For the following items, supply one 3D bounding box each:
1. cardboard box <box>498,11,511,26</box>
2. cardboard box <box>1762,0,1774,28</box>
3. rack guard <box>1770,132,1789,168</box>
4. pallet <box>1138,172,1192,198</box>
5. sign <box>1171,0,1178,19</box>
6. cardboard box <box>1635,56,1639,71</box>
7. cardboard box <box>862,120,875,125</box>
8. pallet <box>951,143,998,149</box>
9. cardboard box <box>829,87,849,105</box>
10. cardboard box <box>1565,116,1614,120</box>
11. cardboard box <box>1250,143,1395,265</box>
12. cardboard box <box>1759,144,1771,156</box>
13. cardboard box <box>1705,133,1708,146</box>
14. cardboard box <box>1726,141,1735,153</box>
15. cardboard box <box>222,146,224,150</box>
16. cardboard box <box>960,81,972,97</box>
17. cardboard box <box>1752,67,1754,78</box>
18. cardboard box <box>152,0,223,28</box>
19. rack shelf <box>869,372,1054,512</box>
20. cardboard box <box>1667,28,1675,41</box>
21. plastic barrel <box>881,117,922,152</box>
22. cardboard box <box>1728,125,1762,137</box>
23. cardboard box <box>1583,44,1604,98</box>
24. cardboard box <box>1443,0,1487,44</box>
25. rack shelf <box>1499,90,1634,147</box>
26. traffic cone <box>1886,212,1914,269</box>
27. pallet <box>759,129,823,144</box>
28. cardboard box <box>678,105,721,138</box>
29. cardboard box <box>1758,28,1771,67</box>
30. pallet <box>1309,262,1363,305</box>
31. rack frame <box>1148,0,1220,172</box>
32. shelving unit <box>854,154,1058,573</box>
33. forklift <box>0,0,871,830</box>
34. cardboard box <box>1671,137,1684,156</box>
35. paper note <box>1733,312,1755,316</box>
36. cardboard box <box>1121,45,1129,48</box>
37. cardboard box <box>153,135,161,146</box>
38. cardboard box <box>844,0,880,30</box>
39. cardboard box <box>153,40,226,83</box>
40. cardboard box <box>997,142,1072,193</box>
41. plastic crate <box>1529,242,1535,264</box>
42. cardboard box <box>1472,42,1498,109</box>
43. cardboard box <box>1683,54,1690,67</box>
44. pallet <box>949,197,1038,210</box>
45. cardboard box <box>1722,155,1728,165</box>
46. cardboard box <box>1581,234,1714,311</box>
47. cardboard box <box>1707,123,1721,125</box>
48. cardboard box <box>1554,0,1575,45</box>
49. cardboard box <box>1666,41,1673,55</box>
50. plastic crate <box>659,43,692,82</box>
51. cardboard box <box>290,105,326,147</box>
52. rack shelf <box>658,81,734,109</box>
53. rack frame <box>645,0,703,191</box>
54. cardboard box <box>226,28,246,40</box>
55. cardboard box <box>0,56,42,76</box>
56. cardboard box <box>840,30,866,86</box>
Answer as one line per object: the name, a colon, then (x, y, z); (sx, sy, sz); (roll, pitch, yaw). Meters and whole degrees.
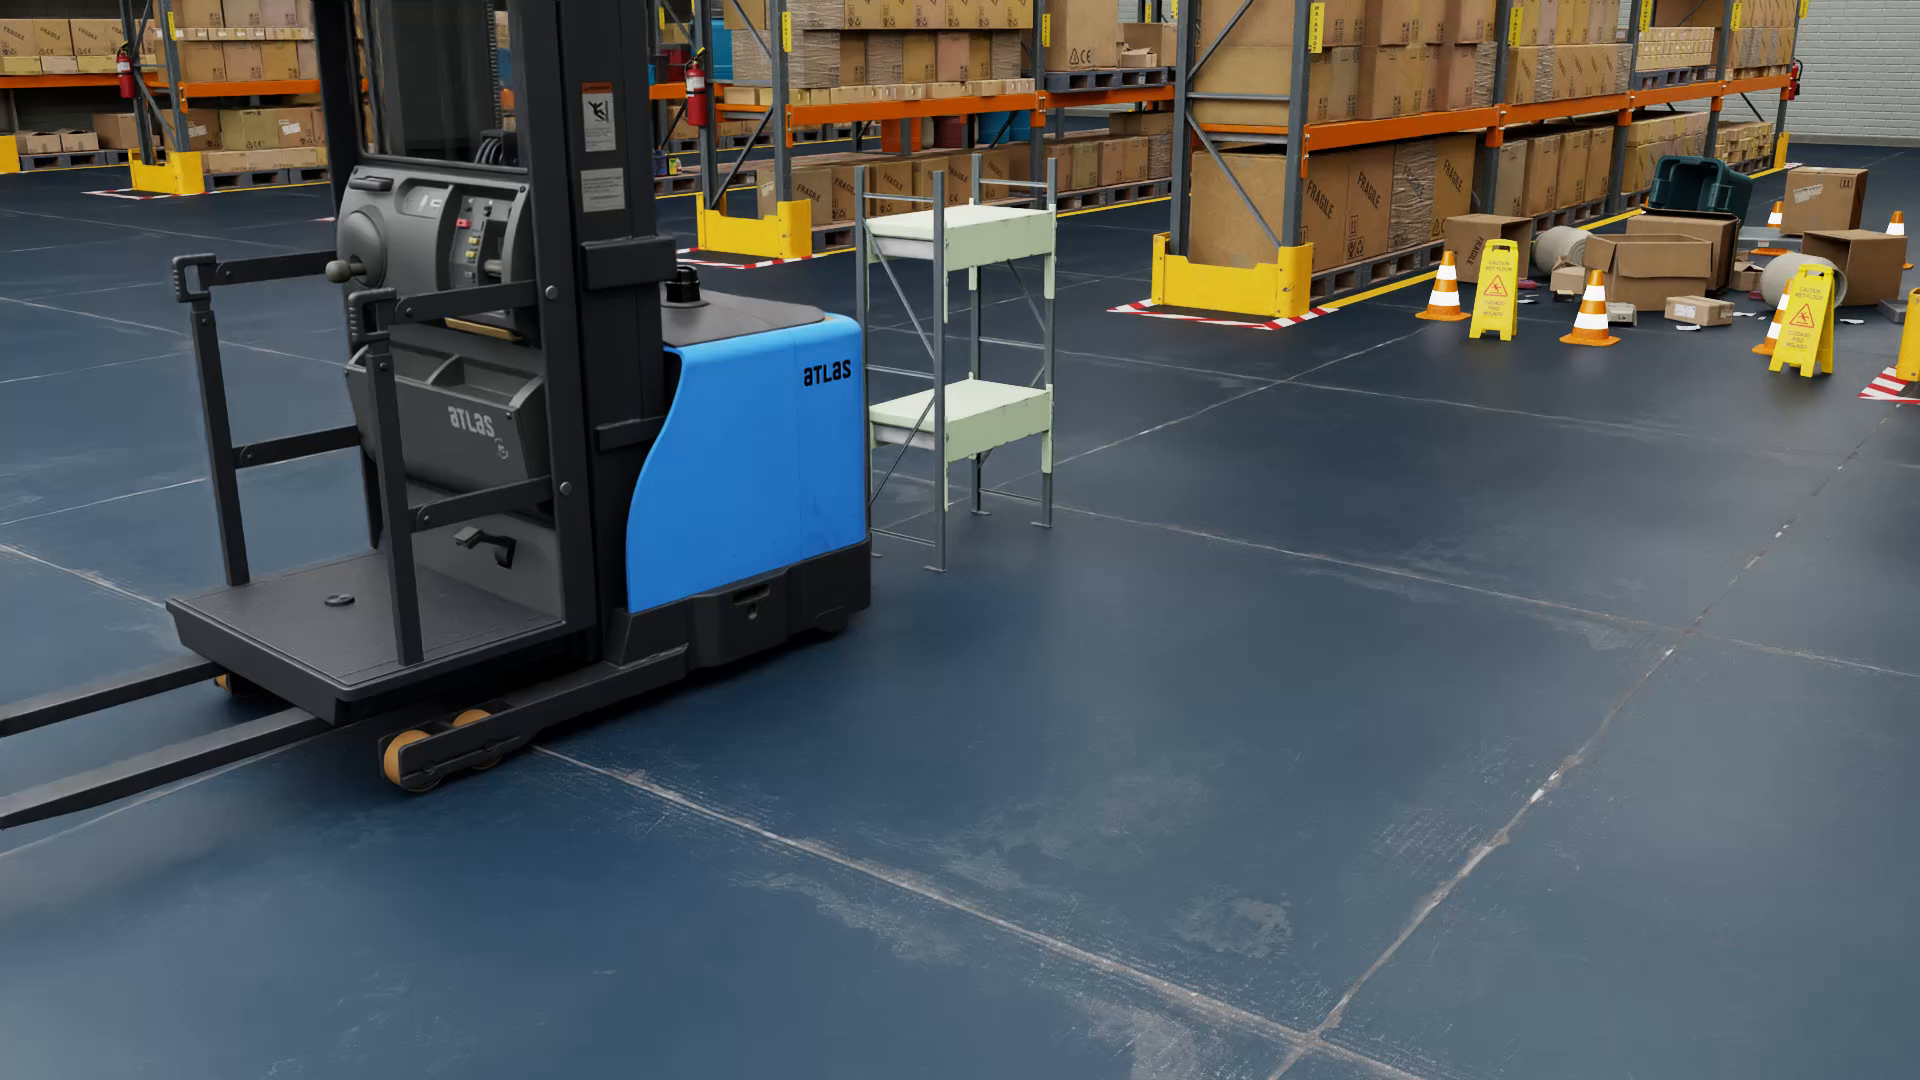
cardboard box: (-8.298, -9.332, 29.769); (0.500, 0.250, 0.500); (12, 21, 34)
cardboard box: (10.539, -7.105, 22.208); (0.500, 0.500, 0.500); (12, 21, 33)
rack guard: (11.483, -5.751, 24.420); (1.175, 0.500, 0.348); (12, 21, 35)
pallet: (2.372, -4.441, 20.687); (1.003, 0.211, 1.213); (12, 21, 35)
sign: (1.568, -3.917, 11.949); (0.100, 0.325, 0.005); (12, 21, 35)
cardboard box: (7.191, -5.209, 18.176); (0.380, 0.149, 0.250); (12, 21, 34)
cardboard box: (-1.800, -7.789, 30.803); (0.380, 0.166, 0.250); (12, 21, 35)
pallet: (0.025, -5.986, 25.664); (1.003, 0.211, 1.213); (12, 21, 35)
cardboard box: (-1.241, -4.072, 15.221); (0.380, 0.149, 0.250); (12, 21, 35)
cardboard box: (7.251, -4.754, 19.237); (0.500, 0.250, 0.500); (13, 21, 35)
cardboard box: (2.869, -2.721, 13.323); (0.875, 0.875, 0.875); (12, 21, 34)
cardboard box: (11.311, -5.561, 23.691); (0.380, 0.149, 0.250); (13, 22, 36)
cardboard box: (9.517, -5.179, 21.459); (0.380, 0.149, 0.250); (13, 22, 37)
cardboard box: (10.159, -5.287, 22.308); (0.380, 0.149, 0.250); (14, 22, 37)
cardboard box: (-9.511, -4.993, 21.691); (0.500, 0.250, 0.500); (12, 21, 35)
cardboard box: (-0.105, -4.560, 16.794); (0.380, 0.149, 0.250); (12, 21, 35)
cardboard box: (10.445, -6.294, 22.378); (0.380, 0.149, 0.250); (13, 22, 37)
cardboard box: (-9.562, -6.593, 20.560); (0.700, 0.500, 0.500); (13, 21, 35)
rack shelf: (-0.004, -0.403, 6.613); (0.431, 0.370, 0.720); (12, 21, 35)
cardboard box: (7.975, -5.811, 19.112); (0.380, 0.149, 0.250); (13, 22, 36)
plastic barrel: (-0.861, -6.117, 24.335); (0.600, 0.830, 0.708); (12, 21, 35)
cardboard box: (10.848, -5.657, 22.999); (0.380, 0.149, 0.250); (13, 22, 37)
cardboard box: (6.113, -4.713, 16.694); (0.500, 0.500, 0.500); (12, 21, 34)
cardboard box: (3.897, -4.459, 13.971); (0.875, 0.550, 0.550); (12, 21, 35)
rack shelf: (5.570, -4.238, 16.545); (1.077, 0.370, 4.000); (12, 21, 35)
traffic cone: (8.029, -2.585, 14.289); (0.336, 0.463, 0.334); (12, 21, 35)
pallet: (-3.186, -7.130, 29.348); (1.003, 0.211, 1.213); (12, 21, 35)
cardboard box: (-4.307, -6.909, 27.409); (0.500, 0.500, 0.500); (12, 21, 33)
cardboard box: (10.557, -6.639, 22.395); (0.500, 0.500, 0.500); (14, 22, 37)
pallet: (2.409, -2.025, 12.908); (1.003, 0.211, 1.213); (12, 21, 35)
rack frame: (2.839, -5.958, 20.872); (1.000, 3.000, 0.127); (12, 21, 35)
shelving unit: (-0.004, -0.715, 6.516); (0.431, 1.500, 0.755); (12, 21, 35)
forklift: (-1.666, -0.882, 4.641); (1.130, 2.935, 3.031); (15, 23, 40)
cardboard box: (8.291, -4.553, 19.853); (0.500, 0.500, 0.500); (12, 21, 34)
paper note: (5.622, -1.631, 11.963); (0.142, 0.019, 0.148); (-11, 20, -32)
cardboard box: (1.655, -5.728, 19.677); (0.500, 0.250, 0.500); (12, 21, 33)
cardboard box: (-12.448, -6.102, 25.402); (0.380, 0.149, 0.250); (10, 20, 30)
cardboard box: (-1.078, -4.921, 15.175); (0.500, 0.500, 0.500); (12, 21, 35)
cardboard box: (-9.593, -5.961, 20.712); (0.700, 0.500, 0.500); (12, 21, 35)
cardboard box: (0.839, -4.164, 18.568); (0.700, 0.500, 0.500); (11, 20, 31)
plastic crate: (5.327, -2.517, 14.434); (0.662, 0.188, 0.450); (-7, 9, -22)
cardboard box: (4.168, -4.086, 14.592); (0.875, 0.550, 0.550); (12, 21, 35)
cardboard box: (8.453, -5.713, 19.800); (0.380, 0.149, 0.250); (11, 21, 32)
pallet: (0.084, -3.507, 17.683); (1.003, 0.211, 1.213); (12, 21, 35)
cardboard box: (9.779, -4.943, 21.701); (0.380, 0.149, 0.250); (13, 22, 36)
cardboard box: (5.044, -1.975, 12.255); (0.797, 0.503, 0.637); (-1, 17, -3)
cardboard box: (10.542, -5.823, 23.534); (0.380, 0.149, 0.250); (11, 20, 32)
cardboard box: (5.578, -5.113, 16.295); (0.700, 0.500, 0.500); (12, 21, 34)
cardboard box: (7.977, -5.667, 19.148); (0.380, 0.149, 0.250); (12, 21, 34)
plastic crate: (-3.480, -6.081, 21.159); (0.402, 0.464, 0.583); (12, 21, 35)
cardboard box: (-8.487, -5.495, 22.044); (0.500, 0.500, 0.500); (12, 21, 35)
rack shelf: (-2.331, -6.013, 22.263); (1.077, 0.370, 4.000); (12, 21, 35)
rack frame: (-3.522, -5.881, 20.623); (1.000, 3.000, 0.127); (12, 21, 35)
cardboard box: (-9.170, -6.340, 20.838); (0.380, 0.149, 0.250); (13, 21, 35)
cardboard box: (-13.316, -6.677, 23.405); (0.500, 0.250, 0.500); (12, 21, 33)
cardboard box: (-1.377, -4.509, 15.535); (0.875, 0.500, 0.500); (12, 21, 35)
